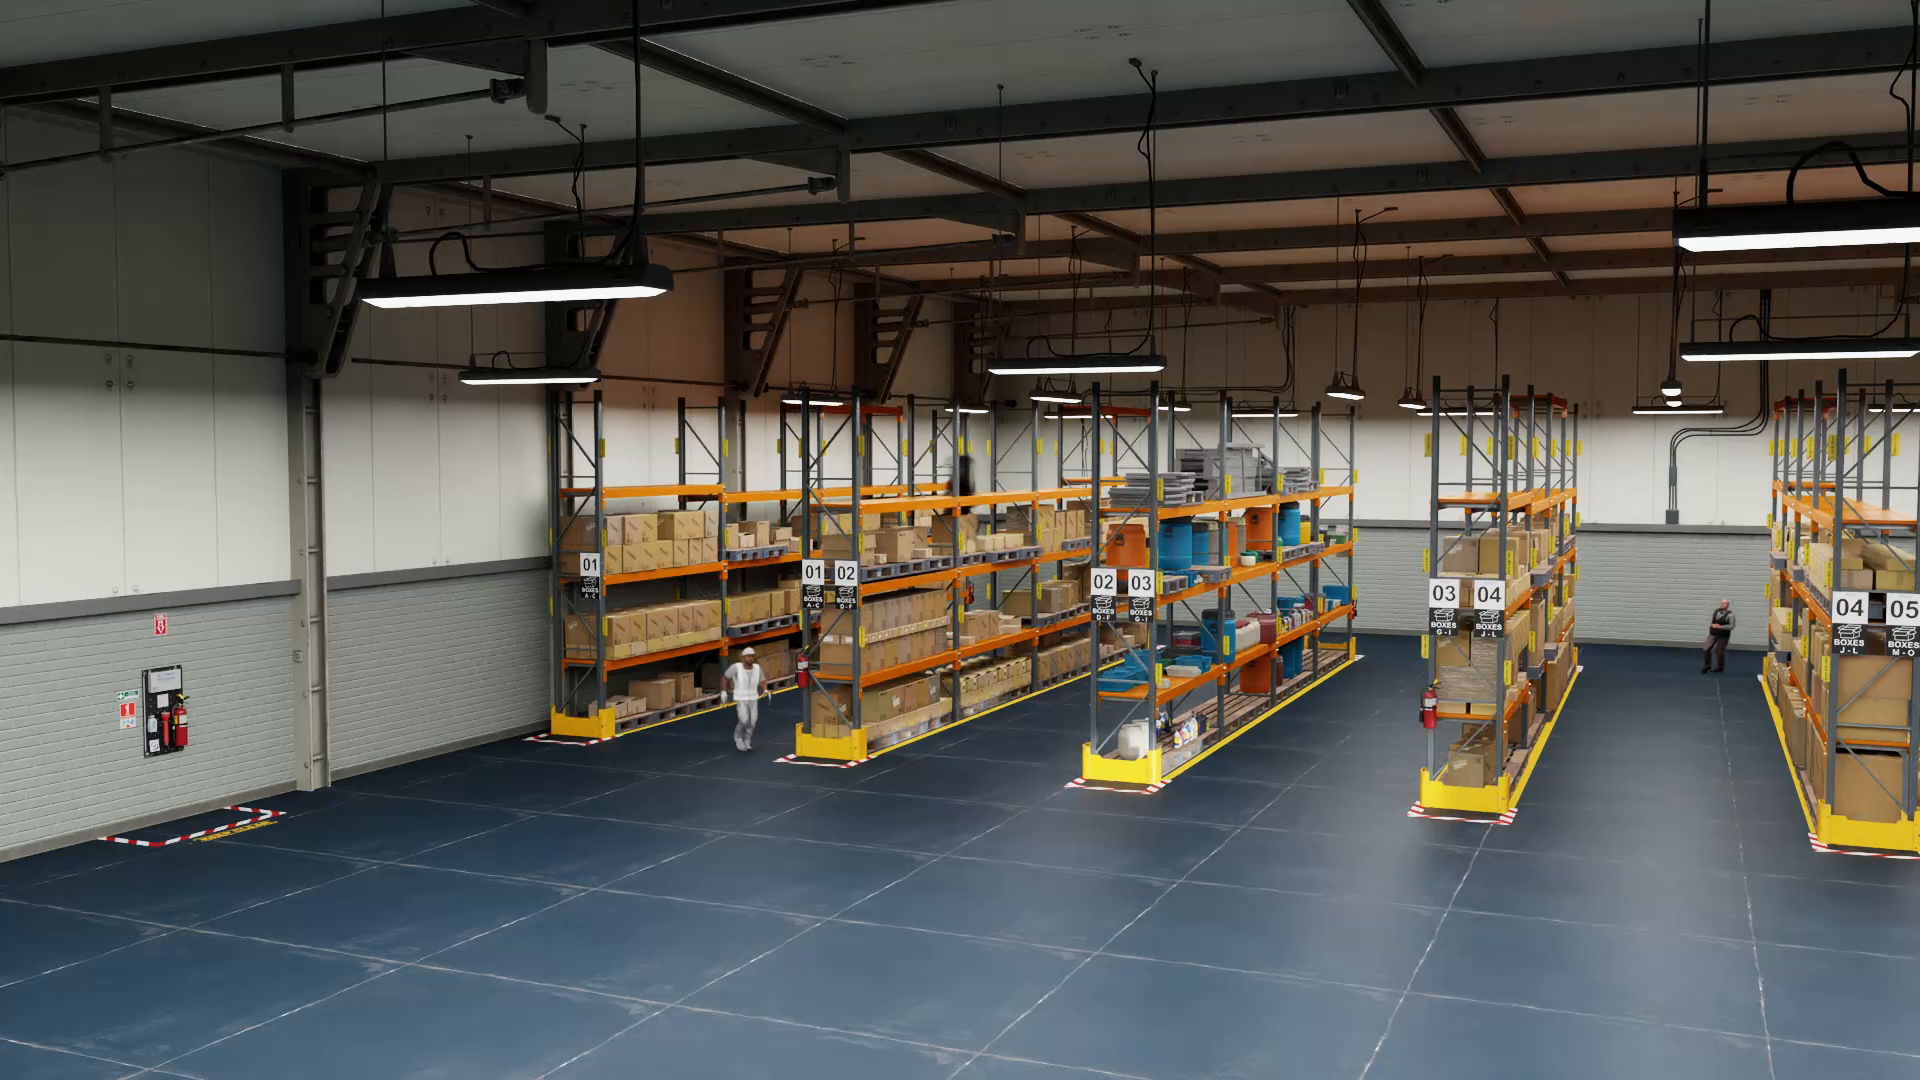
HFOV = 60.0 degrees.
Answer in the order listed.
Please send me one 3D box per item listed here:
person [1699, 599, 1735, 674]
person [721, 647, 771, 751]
[{"bbox_3d":[16.760,2.144,36.651,0.689,1.718,0.746,-2,4,-37],"label":"person"},{"bbox_3d":[-3.501,2.624,27.301,0.690,1.723,0.728,-2,4,-30],"label":"person"}]
